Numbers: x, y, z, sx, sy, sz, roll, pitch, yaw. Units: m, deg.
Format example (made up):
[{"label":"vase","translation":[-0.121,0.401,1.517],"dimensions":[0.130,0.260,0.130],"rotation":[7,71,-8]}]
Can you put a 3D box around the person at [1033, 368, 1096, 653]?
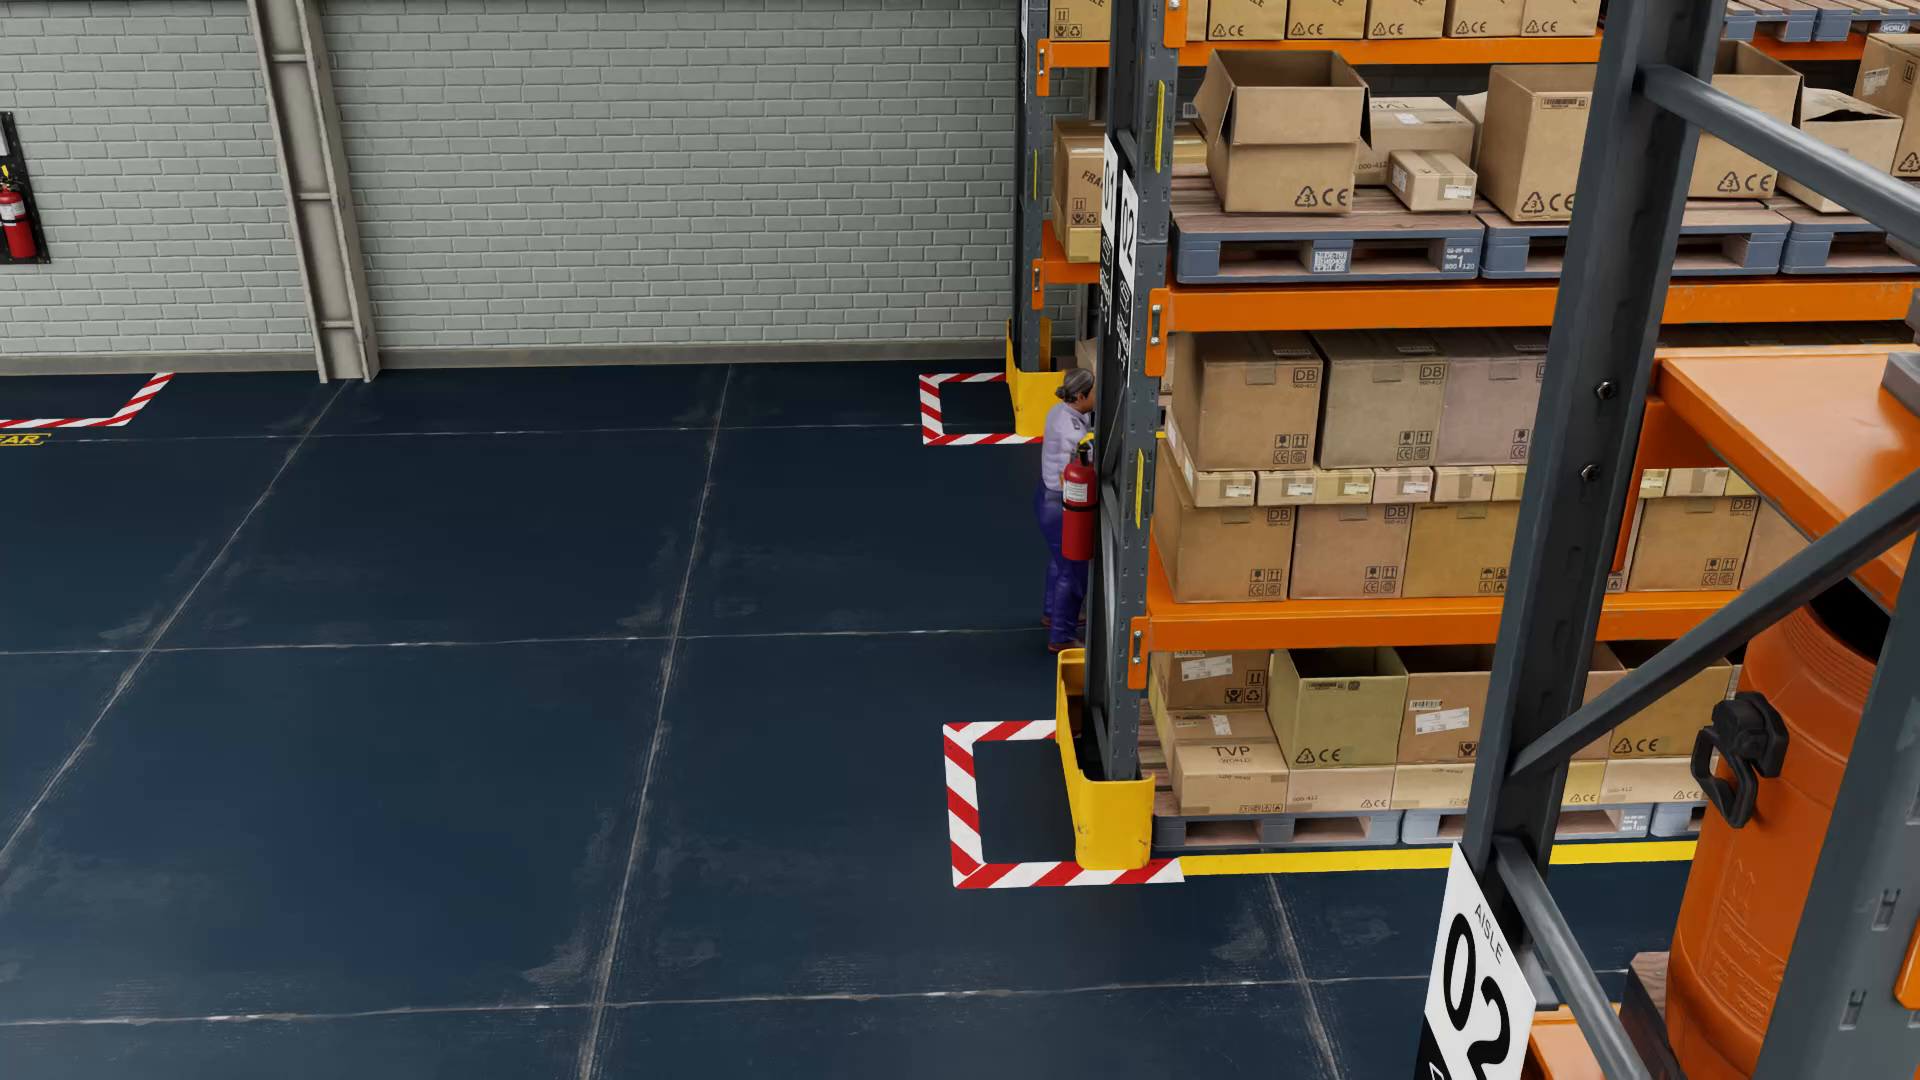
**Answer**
[{"label":"person","translation":[0.605,-0.177,9.308],"dimensions":[0.372,1.654,0.531],"rotation":[-2,28,-4]}]
